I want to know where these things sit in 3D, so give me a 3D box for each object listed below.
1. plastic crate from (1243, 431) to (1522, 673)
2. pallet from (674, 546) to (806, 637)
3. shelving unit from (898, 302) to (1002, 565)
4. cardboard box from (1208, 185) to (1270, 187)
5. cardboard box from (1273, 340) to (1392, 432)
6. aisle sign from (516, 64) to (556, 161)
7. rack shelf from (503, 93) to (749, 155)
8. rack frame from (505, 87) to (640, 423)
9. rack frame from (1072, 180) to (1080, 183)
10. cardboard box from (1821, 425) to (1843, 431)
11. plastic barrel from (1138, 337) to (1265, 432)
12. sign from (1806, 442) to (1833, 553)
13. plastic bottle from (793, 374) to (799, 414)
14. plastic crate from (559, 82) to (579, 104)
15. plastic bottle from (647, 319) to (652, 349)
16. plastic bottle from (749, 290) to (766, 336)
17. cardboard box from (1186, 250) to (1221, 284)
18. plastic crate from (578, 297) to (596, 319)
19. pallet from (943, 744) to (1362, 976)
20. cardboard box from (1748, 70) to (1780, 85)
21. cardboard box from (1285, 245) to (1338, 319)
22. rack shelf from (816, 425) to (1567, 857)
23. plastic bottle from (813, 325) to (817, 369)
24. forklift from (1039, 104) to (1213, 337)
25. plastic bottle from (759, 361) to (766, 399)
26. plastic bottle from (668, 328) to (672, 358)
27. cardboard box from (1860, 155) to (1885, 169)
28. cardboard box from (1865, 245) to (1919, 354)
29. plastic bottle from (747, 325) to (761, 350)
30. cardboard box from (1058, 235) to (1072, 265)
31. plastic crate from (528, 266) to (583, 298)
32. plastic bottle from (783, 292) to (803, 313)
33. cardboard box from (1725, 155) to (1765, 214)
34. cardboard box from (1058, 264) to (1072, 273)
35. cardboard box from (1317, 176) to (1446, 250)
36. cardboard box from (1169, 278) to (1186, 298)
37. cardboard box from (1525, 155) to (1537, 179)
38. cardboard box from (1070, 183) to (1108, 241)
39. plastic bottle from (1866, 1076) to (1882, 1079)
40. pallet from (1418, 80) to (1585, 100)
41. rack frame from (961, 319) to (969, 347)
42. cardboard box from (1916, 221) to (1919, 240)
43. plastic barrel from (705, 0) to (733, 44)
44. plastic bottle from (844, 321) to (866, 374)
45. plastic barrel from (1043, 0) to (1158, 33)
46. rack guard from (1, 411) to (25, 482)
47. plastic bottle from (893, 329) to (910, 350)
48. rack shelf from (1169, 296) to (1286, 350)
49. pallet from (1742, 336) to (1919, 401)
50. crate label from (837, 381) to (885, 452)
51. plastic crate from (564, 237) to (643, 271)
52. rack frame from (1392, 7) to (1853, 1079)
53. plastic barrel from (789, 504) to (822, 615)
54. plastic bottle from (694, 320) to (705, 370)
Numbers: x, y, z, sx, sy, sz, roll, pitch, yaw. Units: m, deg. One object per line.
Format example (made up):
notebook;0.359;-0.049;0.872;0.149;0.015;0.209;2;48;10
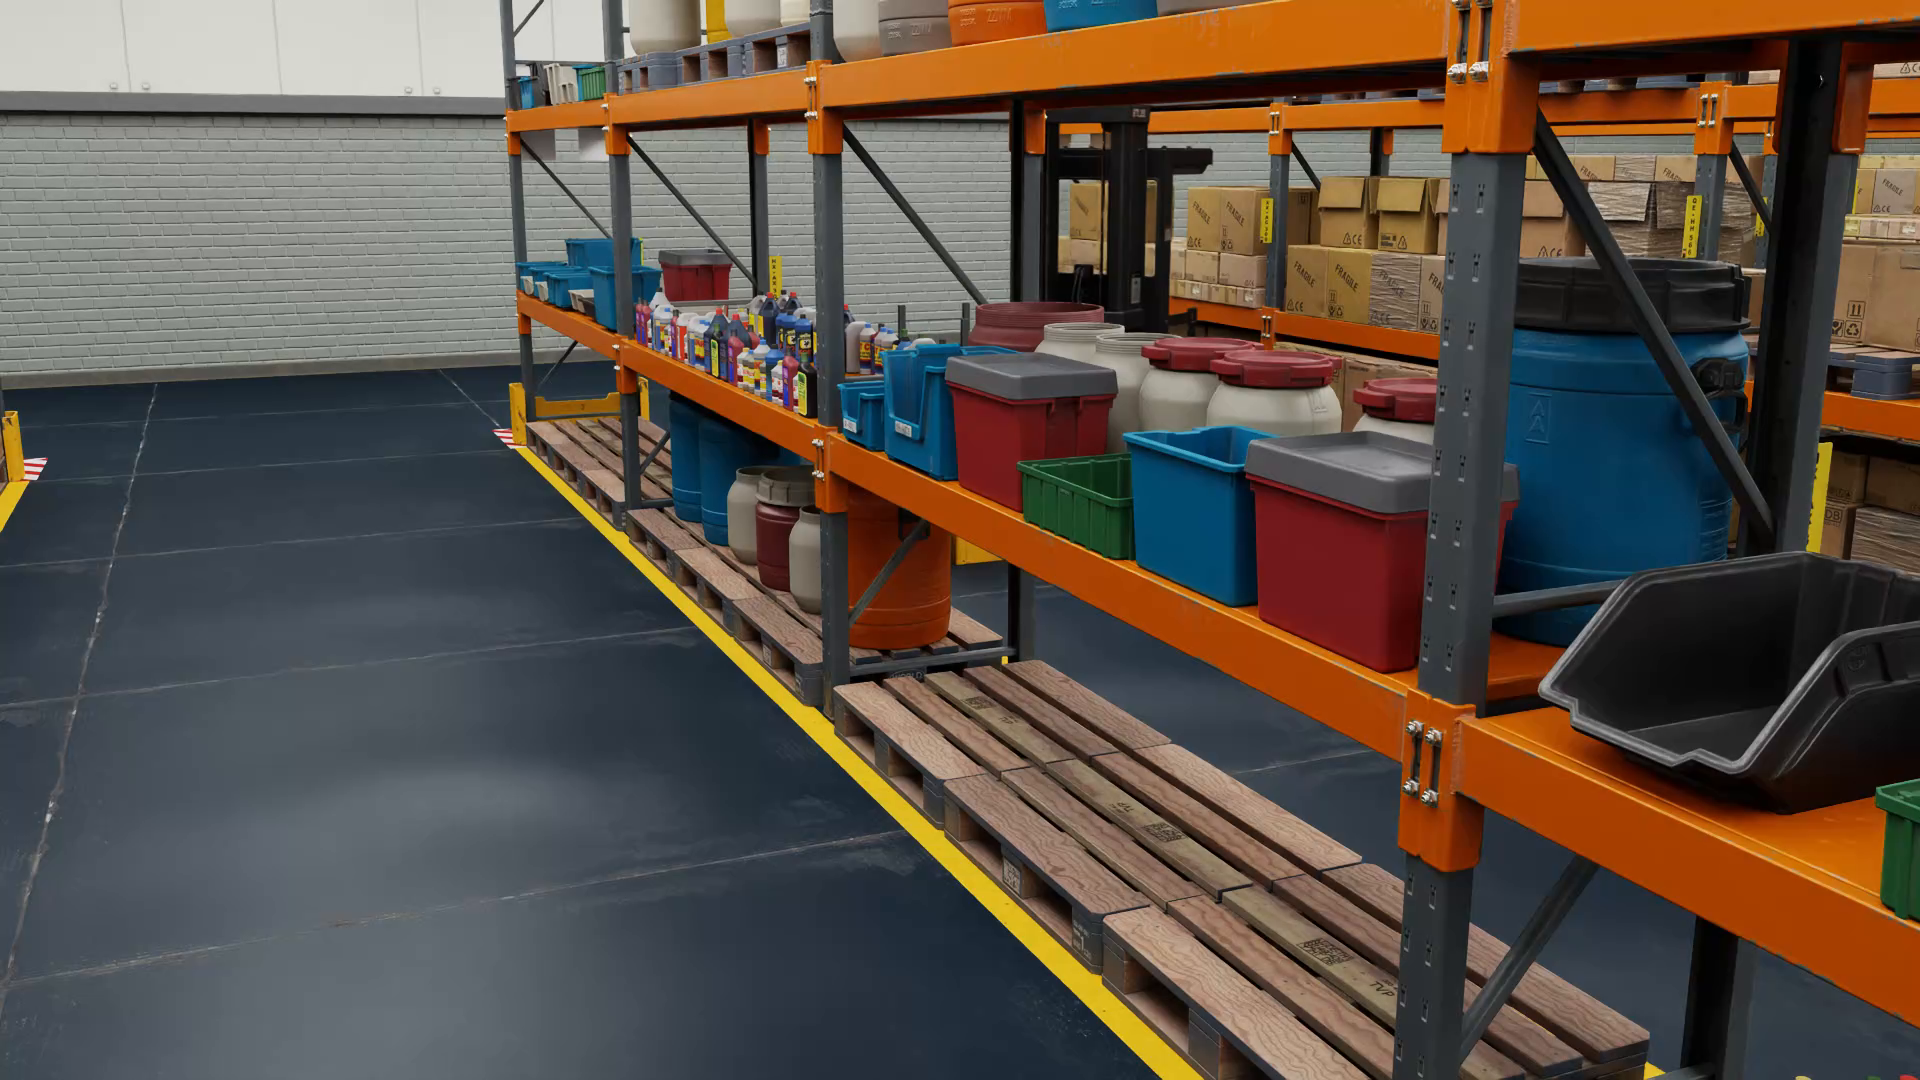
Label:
plastic crate;0.996;0.015;4.010;0.402;0.464;0.583;-6;14;-23
pallet;-0.971;0.240;9.365;1.003;0.211;1.213;-6;14;-23
shelving unit;0.031;-0.715;10.633;0.587;1.500;1.083;-6;14;-23
cardboard box;2.444;-2.750;14.110;0.500;0.500;0.500;-6;14;-25
cardboard box;3.079;-1.020;12.407;1.225;0.875;0.875;-6;14;-23
aisle sign;-3.637;-3.615;14.072;0.394;0.787;0.004;-6;14;-23
rack shelf;-2.535;-3.058;12.374;1.077;0.370;4.000;-6;14;-23
rack frame;-3.336;-2.360;14.417;1.000;3.000;0.127;-6;14;-23
rack frame;1.202;-2.808;16.349;1.000;3.000;0.127;-6;14;-23
cardboard box;7.442;-1.219;14.096;0.500;0.500;0.500;-5;14;-21
plastic barrel;0.821;-0.406;5.670;0.433;0.535;0.433;0;13;0
sign;1.979;-0.064;3.878;0.100;0.325;0.005;-6;14;-23
plastic bottle;-0.714;-0.681;7.602;0.097;0.201;0.097;0;13;0
plastic crate;-2.592;-3.095;11.524;0.293;0.136;0.466;-6;14;-23
plastic bottle;-1.862;-1.273;10.159;0.097;0.201;0.097;0;13;0
plastic bottle;-1.198;-1.337;10.102;0.144;0.351;0.185;-6;14;-23
cardboard box;2.177;-2.228;13.515;0.500;0.250;0.500;-5;14;-21
plastic crate;-2.429;-1.636;11.764;0.437;0.125;0.590;-6;14;-23
pallet;0.628;1.066;5.795;1.003;0.211;1.213;-6;14;-23
cardboard box;4.361;-2.423;8.368;0.500;0.250;0.500;-5;14;-22
cardboard box;2.759;-1.913;12.259;0.500;0.500;0.500;-6;14;-23
rack shelf;0.669;0.056;5.571;1.077;0.370;4.000;-6;14;-23
plastic bottle;-0.710;-1.081;8.996;0.144;0.351;0.185;-6;14;-23
forklift;1.141;-1.812;12.197;1.130;2.935;3.031;9;16;33
plastic bottle;-0.924;-0.789;8.069;0.097;0.201;0.097;0;13;0
plastic bottle;-1.652;-1.165;9.692;0.097;0.201;0.097;0;13;0
cardboard box;10.462;-4.292;18.884;0.380;0.149;0.250;-6;14;-25
cardboard box;4.975;-1.194;8.224;0.700;0.500;0.500;-3;13;-15
plastic bottle;-1.085;-0.983;8.724;0.061;0.283;0.133;-6;14;-23
cardboard box;1.147;-2.756;15.799;0.500;0.250;0.500;-6;14;-24
plastic crate;-3.276;-2.091;13.492;0.416;0.233;0.300;-6;14;-23
plastic bottle;-0.992;-1.312;9.994;0.144;0.351;0.185;-6;14;-23
cardboard box;6.953;-3.162;14.781;0.500;0.500;0.500;-6;14;-25
cardboard box;1.146;-2.529;15.704;0.380;0.149;0.250;-6;14;-24
cardboard box;3.067;-2.388;12.087;0.797;0.503;0.637;-6;14;-24
cardboard box;1.969;-2.105;13.870;0.380;0.149;0.250;-5;14;-22
cardboard box;5.931;-3.695;17.085;0.500;0.500;0.500;-5;14;-21
cardboard box;1.347;-3.018;15.268;0.500;0.500;0.500;-6;14;-24
plastic bottle;1.965;1.297;3.660;0.061;0.283;0.133;-5;14;-20
pallet;3.649;-2.883;10.442;1.003;0.211;1.213;-5;14;-20
rack frame;0.238;-0.608;10.171;0.500;1.500;0.032;-6;14;-23
cardboard box;7.644;-2.391;12.853;0.380;0.149;0.250;-5;14;-21
plastic barrel;-1.183;-3.122;9.704;0.600;0.588;0.600;0;13;0
plastic bottle;-0.565;-1.052;9.040;0.152;0.276;0.135;-6;14;-23
plastic barrel;0.544;-1.943;4.847;0.600;0.901;0.708;-6;14;-23
rack guard;-7.846;-0.680;12.701;1.175;0.500;0.348;-6;14;-23
plastic bottle;-0.299;-0.945;8.557;0.061;0.283;0.133;-6;14;-23
rack shelf;2.003;-2.044;14.645;1.077;0.370;4.000;-6;14;-23
pallet;4.789;-0.924;8.635;1.213;0.211;1.003;-6;14;-23
crate label;-0.307;-0.505;6.772;0.303;0.233;0.416;-6;14;-23
plastic crate;-3.031;-2.355;14.180;0.616;0.435;0.499;-6;14;-23
rack frame;1.473;0.118;3.706;0.949;2.616;0.053;-6;14;-23
plastic barrel;-0.652;0.092;8.408;0.421;0.512;0.421;0;13;0
plastic bottle;-1.413;-1.076;9.151;0.097;0.271;0.097;0;13;0
